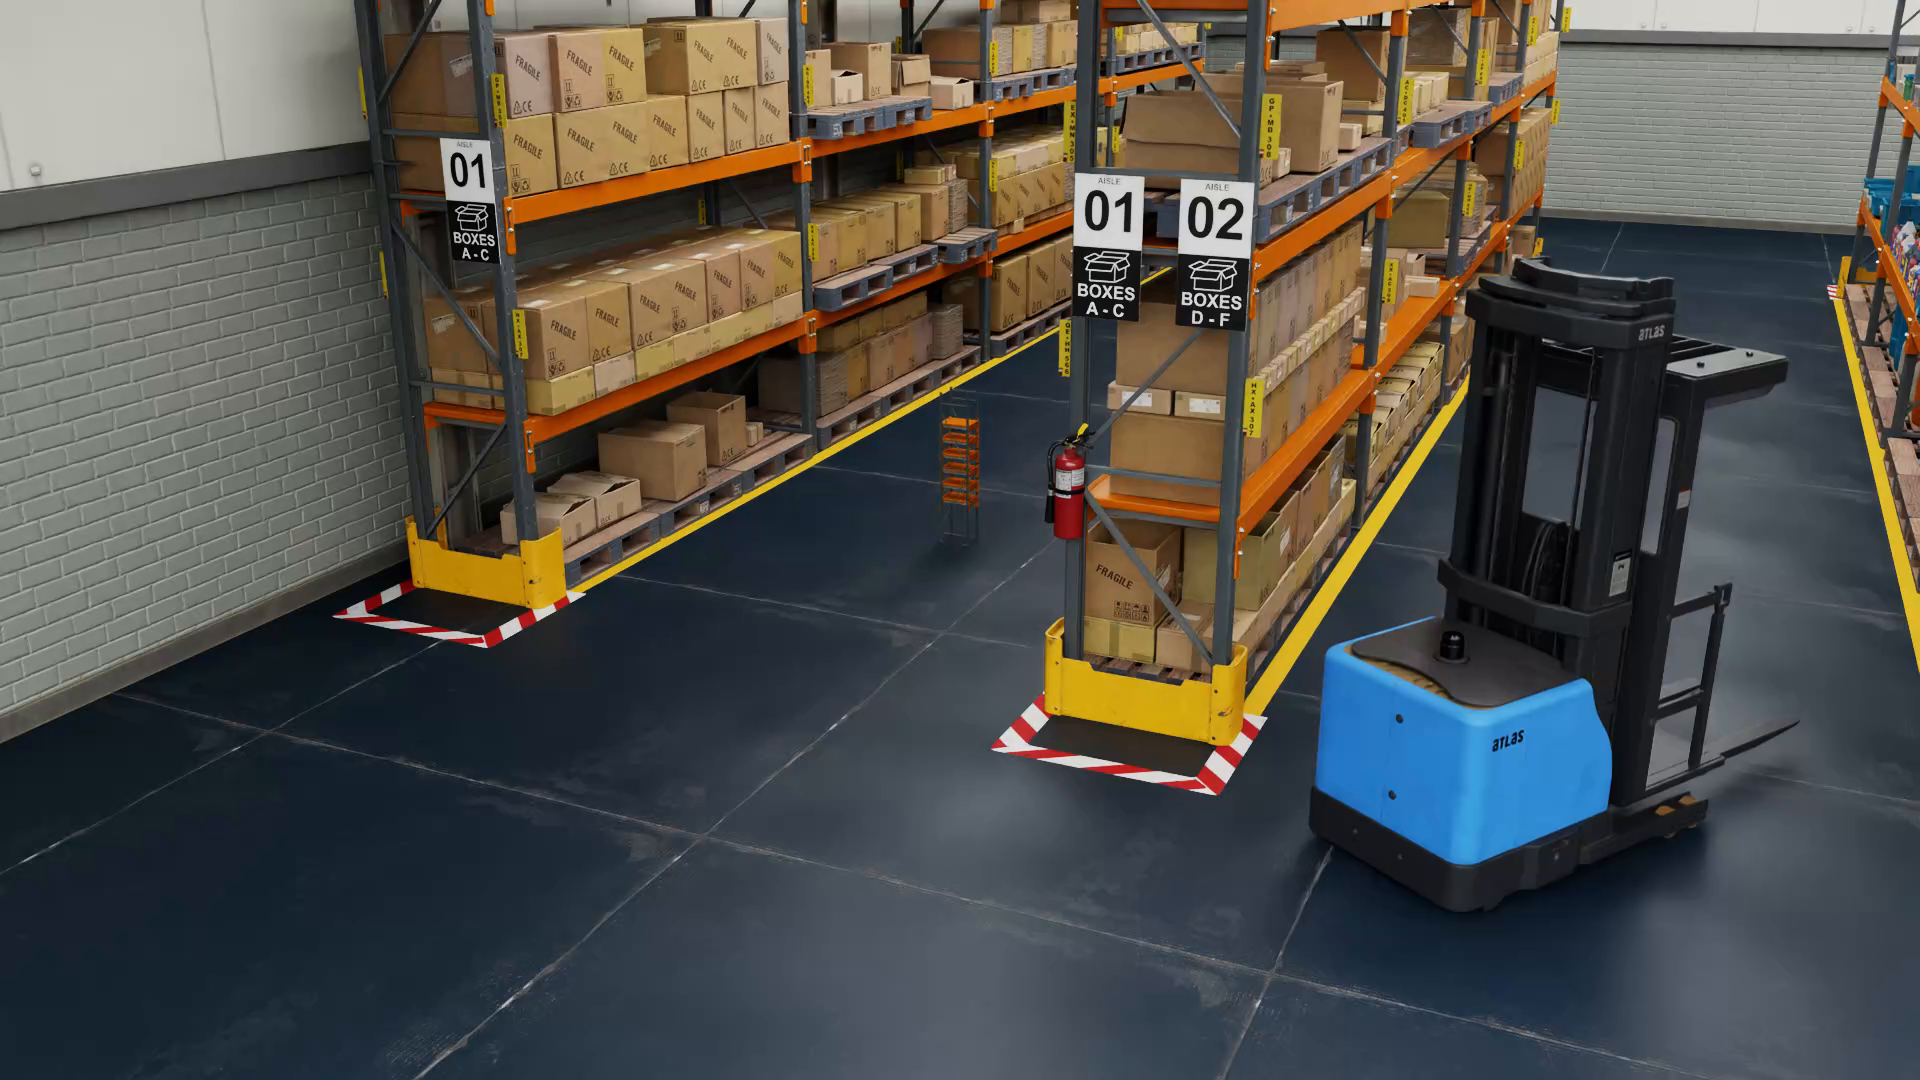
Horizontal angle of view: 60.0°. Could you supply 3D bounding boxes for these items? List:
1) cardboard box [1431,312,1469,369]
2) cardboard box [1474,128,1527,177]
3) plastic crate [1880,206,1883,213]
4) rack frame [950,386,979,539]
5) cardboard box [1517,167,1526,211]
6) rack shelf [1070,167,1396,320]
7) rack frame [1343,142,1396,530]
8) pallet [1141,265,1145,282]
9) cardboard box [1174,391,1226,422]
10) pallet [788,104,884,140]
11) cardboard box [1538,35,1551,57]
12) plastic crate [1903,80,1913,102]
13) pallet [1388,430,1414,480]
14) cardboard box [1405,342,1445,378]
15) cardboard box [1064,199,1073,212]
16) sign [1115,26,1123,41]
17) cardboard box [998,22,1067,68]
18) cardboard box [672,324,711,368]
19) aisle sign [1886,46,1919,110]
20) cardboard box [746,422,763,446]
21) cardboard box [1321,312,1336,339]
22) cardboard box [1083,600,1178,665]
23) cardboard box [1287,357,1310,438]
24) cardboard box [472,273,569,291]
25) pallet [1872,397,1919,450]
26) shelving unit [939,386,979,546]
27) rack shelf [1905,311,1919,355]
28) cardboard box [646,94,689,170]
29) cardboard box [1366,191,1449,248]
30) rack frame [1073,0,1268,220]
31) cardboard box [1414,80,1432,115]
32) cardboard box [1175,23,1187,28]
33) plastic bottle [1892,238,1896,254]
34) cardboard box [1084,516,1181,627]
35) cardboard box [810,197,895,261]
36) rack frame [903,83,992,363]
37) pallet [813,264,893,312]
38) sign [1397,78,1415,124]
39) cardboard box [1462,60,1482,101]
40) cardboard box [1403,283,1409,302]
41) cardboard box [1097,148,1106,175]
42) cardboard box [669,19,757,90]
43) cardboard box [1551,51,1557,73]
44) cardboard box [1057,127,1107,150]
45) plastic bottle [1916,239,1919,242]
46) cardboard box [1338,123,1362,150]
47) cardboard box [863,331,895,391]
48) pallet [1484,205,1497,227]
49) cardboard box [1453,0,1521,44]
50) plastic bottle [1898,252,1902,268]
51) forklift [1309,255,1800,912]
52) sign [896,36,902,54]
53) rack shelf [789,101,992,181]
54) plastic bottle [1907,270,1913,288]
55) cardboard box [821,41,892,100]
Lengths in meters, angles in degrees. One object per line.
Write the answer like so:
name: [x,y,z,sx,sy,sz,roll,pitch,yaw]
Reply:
cardboard box: [5.035,-2.090,17.444,0.500,0.500,0.500,8,21,21]
cardboard box: [6.466,-4.647,19.916,0.500,0.500,0.500,9,22,24]
plastic crate: [10.972,-3.820,19.537,0.293,0.136,0.466,9,21,23]
rack frame: [0.032,-0.589,12.834,0.240,1.200,0.006,9,21,23]
cardboard box: [6.680,-4.345,20.562,0.500,0.500,0.500,9,21,24]
rack shelf: [1.921,-2.040,10.826,1.077,0.370,4.000,9,21,23]
rack frame: [2.740,-1.577,12.928,1.000,3.000,0.127,9,21,23]
pallet: [1.878,-3.609,22.803,1.003,0.211,1.213,9,21,23]
cardboard box: [1.459,-0.798,9.618,0.380,0.149,0.250,8,21,22]
pallet: [-1.431,-3.755,14.854,1.213,0.211,1.003,9,21,23]
cardboard box: [7.264,-6.327,21.283,0.500,0.250,0.500,9,21,23]
plastic crate: [10.431,-4.827,17.904,0.450,0.188,0.662,9,21,23]
pallet: [3.505,-0.868,15.096,1.003,0.211,1.213,9,21,23]
cardboard box: [4.388,-1.773,16.117,0.500,0.311,0.500,9,22,24]
cardboard box: [1.171,-4.143,20.486,0.380,0.149,0.250,9,21,23]
sign: [1.994,-6.435,20.869,0.100,0.325,0.005,9,21,23]
cardboard box: [0.866,-5.936,19.902,0.700,0.500,0.500,8,21,22]
cardboard box: [-2.306,-1.547,13.037,0.500,0.250,0.500,9,21,23]
aisle sign: [11.930,-5.853,21.069,0.394,0.787,0.004,9,21,23]
cardboard box: [-1.972,-0.961,14.765,0.380,0.166,0.250,6,20,16]
cardboard box: [2.406,-1.507,11.612,0.380,0.149,0.250,8,21,22]
cardboard box: [1.052,0.539,10.455,0.500,0.250,0.500,9,21,23]
cardboard box: [1.937,-1.016,11.201,0.700,0.500,0.500,9,22,24]
cardboard box: [-3.204,-1.651,12.210,0.500,0.500,0.500,9,21,23]
pallet: [9.180,-1.052,15.613,1.003,0.211,1.213,9,21,23]
shelving unit: [-0.006,-0.561,12.755,0.258,1.200,0.189,9,21,23]
rack shelf: [8.077,-1.169,12.853,1.077,0.370,4.000,9,21,23]
cardboard box: [-2.392,-3.056,12.430,0.500,0.500,0.500,10,22,26]
cardboard box: [4.533,-3.253,16.864,0.700,0.500,0.500,2,20,4]
rack frame: [1.102,-3.181,8.484,1.000,3.000,0.127,9,21,23]
cardboard box: [3.801,-3.858,14.462,0.500,0.250,0.500,8,21,22]
cardboard box: [2.868,-7.453,23.300,0.500,0.500,0.500,9,22,24]
plastic bottle: [9.909,-3.116,17.552,0.097,0.201,0.097,0,20,0]
cardboard box: [1.050,0.185,10.330,0.500,0.500,0.500,9,21,23]
cardboard box: [-1.065,-3.037,16.225,0.700,0.500,0.500,12,23,30]
rack frame: [-0.143,-3.479,18.274,1.000,3.000,0.127,9,21,23]
pallet: [-1.335,-2.379,15.469,1.003,0.211,1.213,9,21,23]
sign: [3.247,-3.196,12.112,0.100,0.325,0.005,9,21,23]
cardboard box: [4.735,-4.554,16.673,0.910,0.500,0.500,9,21,23]
cardboard box: [3.907,-2.284,15.290,0.380,0.149,0.250,10,22,27]
cardboard box: [1.536,-4.723,21.148,0.500,0.500,0.500,8,21,22]
cardboard box: [-1.954,-3.837,13.132,0.500,0.500,0.500,10,22,26]
cardboard box: [7.684,-6.395,22.222,0.500,0.250,0.500,9,21,23]
cardboard box: [1.537,-5.074,21.017,0.500,0.250,0.500,9,22,24]
plastic bottle: [9.968,-3.036,17.326,0.097,0.201,0.097,0,20,0]
cardboard box: [2.496,-2.730,11.231,0.380,0.149,0.250,9,21,23]
cardboard box: [-1.083,-1.828,16.707,0.700,0.500,0.500,9,21,23]
pallet: [5.589,-3.703,19.192,1.003,0.211,1.213,9,21,23]
cardboard box: [6.180,-6.108,19.550,0.700,0.500,0.500,9,21,23]
plastic bottle: [9.545,-2.845,16.787,0.097,0.201,0.097,0,20,0]
forklift: [3.318,0.029,8.513,3.031,2.935,1.130,-12,23,-31]
sign: [-0.646,-5.252,17.893,0.100,0.325,0.005,9,21,23]
rack shelf: [-0.962,-3.942,16.173,1.077,0.370,4.000,9,21,23]
plastic bottle: [9.070,-2.490,15.790,0.097,0.201,0.097,0,20,0]
cardboard box: [-0.979,-4.447,15.745,0.500,0.500,0.500,8,21,21]
